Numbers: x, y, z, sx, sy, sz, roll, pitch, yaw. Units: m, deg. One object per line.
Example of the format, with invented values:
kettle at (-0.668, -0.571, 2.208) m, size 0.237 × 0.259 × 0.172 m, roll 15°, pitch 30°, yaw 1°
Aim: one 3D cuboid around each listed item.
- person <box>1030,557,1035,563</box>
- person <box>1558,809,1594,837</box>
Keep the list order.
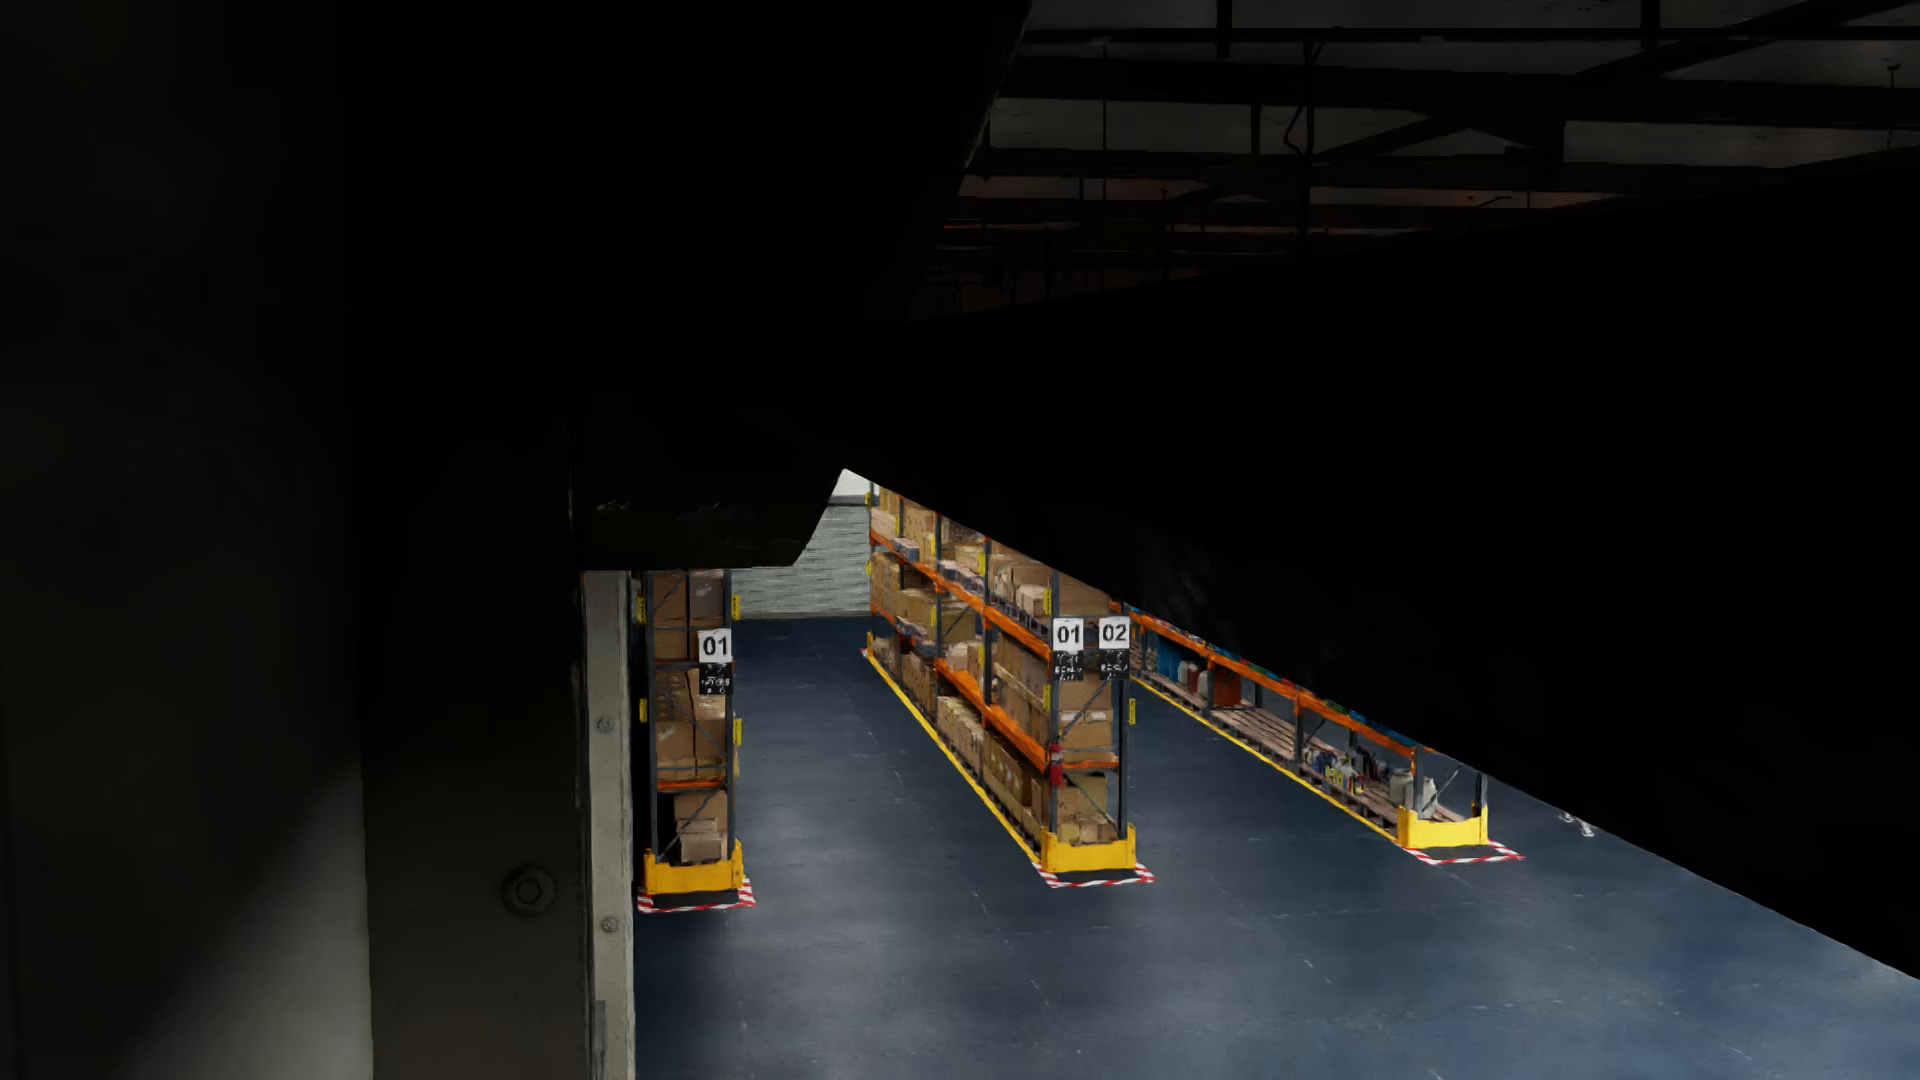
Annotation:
person at (1.613, 1.153, 41.402) m, size 0.724 × 1.733 × 0.546 m, roll -1°, pitch 6°, yaw -12°
person at (8.452, 3.194, 22.651) m, size 0.432 × 1.539 × 0.948 m, roll -1°, pitch 6°, yaw -12°
